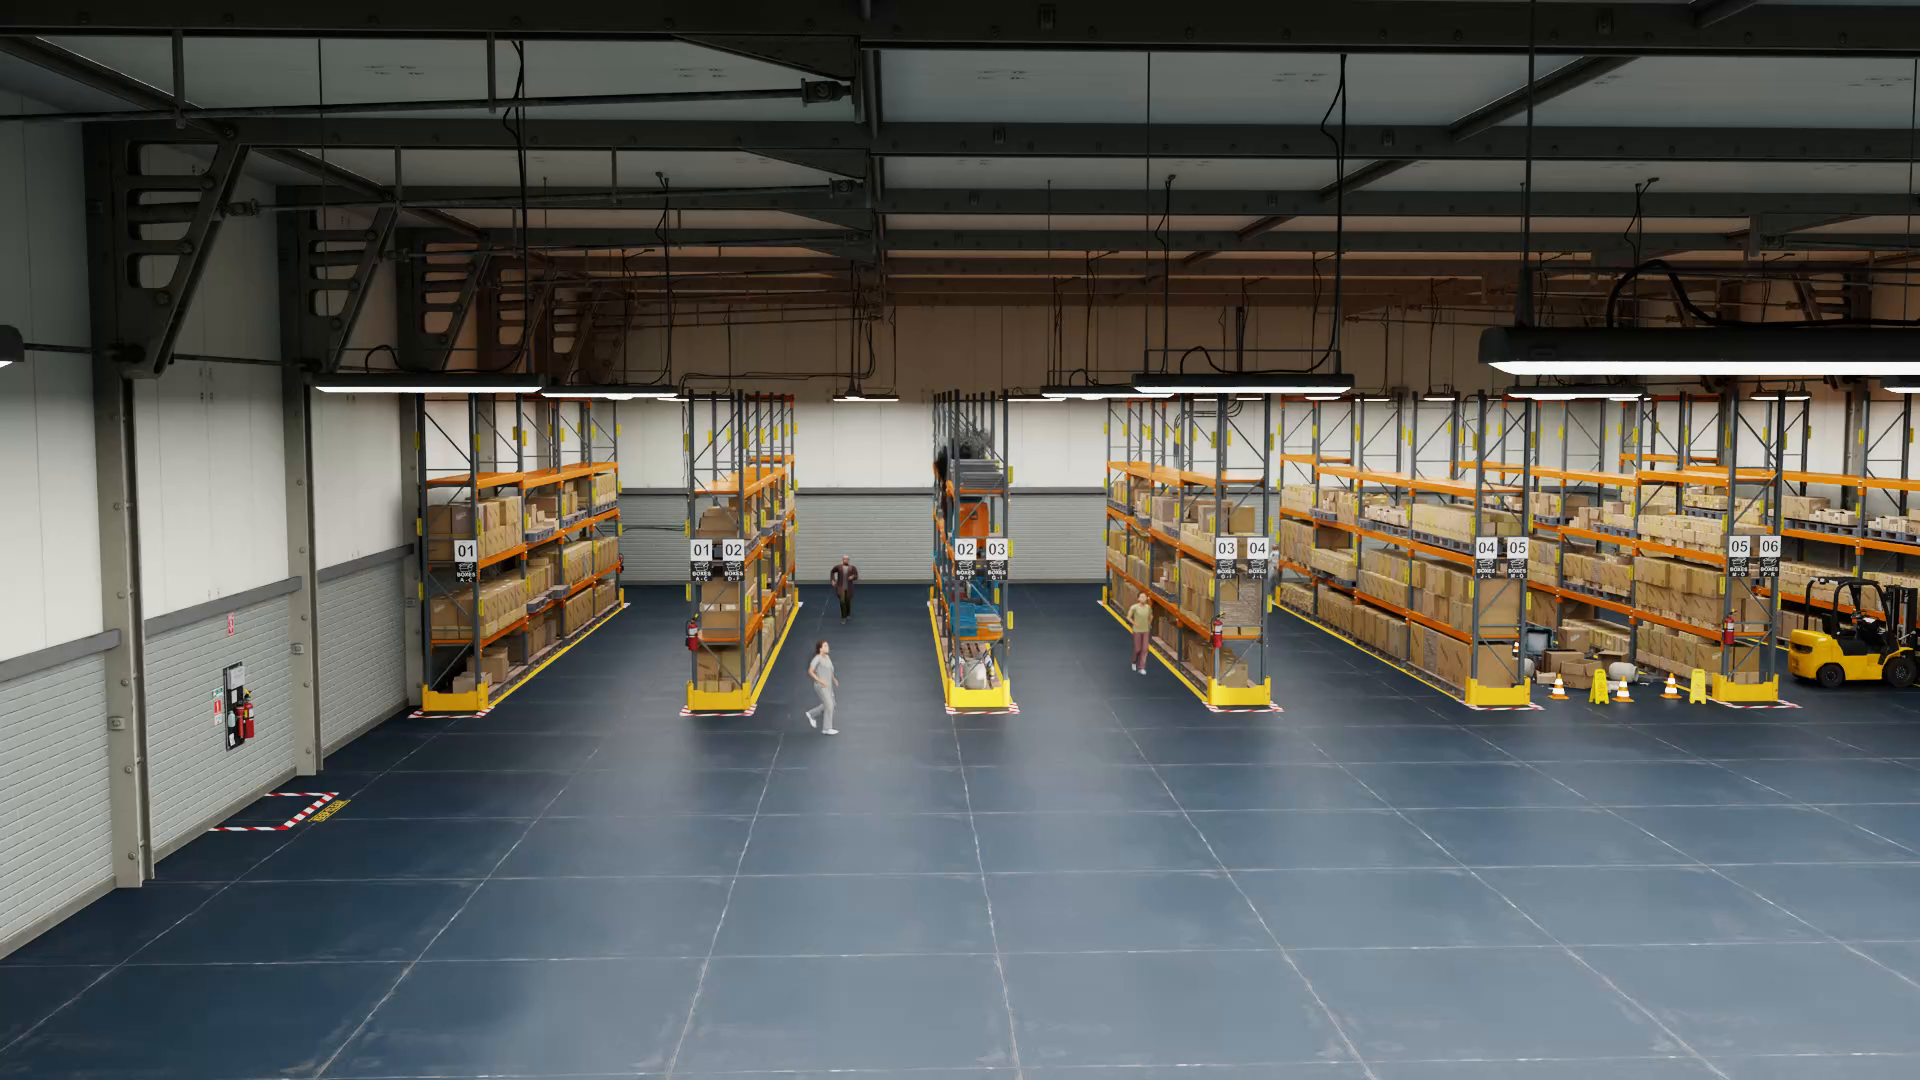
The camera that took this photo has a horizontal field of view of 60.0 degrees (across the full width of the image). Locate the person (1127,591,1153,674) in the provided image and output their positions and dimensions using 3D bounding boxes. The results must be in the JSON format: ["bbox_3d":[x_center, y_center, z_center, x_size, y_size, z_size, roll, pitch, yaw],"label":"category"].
[{"bbox_3d":[3.668,1.861,33.653,0.577,1.654,0.687,-1,5,-15],"label":"person"}]

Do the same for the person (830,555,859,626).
[{"bbox_3d":[-3.016,1.293,43.525,0.724,1.800,0.946,-1,5,-10],"label":"person"}]

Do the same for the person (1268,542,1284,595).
[{"bbox_3d":[9.271,0.890,48.965,0.827,1.704,0.662,0,5,-2],"label":"person"}]

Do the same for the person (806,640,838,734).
[{"bbox_3d":[-2.432,2.546,28.902,0.663,1.639,0.588,2,5,26],"label":"person"}]

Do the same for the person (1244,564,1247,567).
[{"bbox_3d":[7.971,1.255,46.040,0.539,1.492,0.891,0,5,6],"label":"person"}]
